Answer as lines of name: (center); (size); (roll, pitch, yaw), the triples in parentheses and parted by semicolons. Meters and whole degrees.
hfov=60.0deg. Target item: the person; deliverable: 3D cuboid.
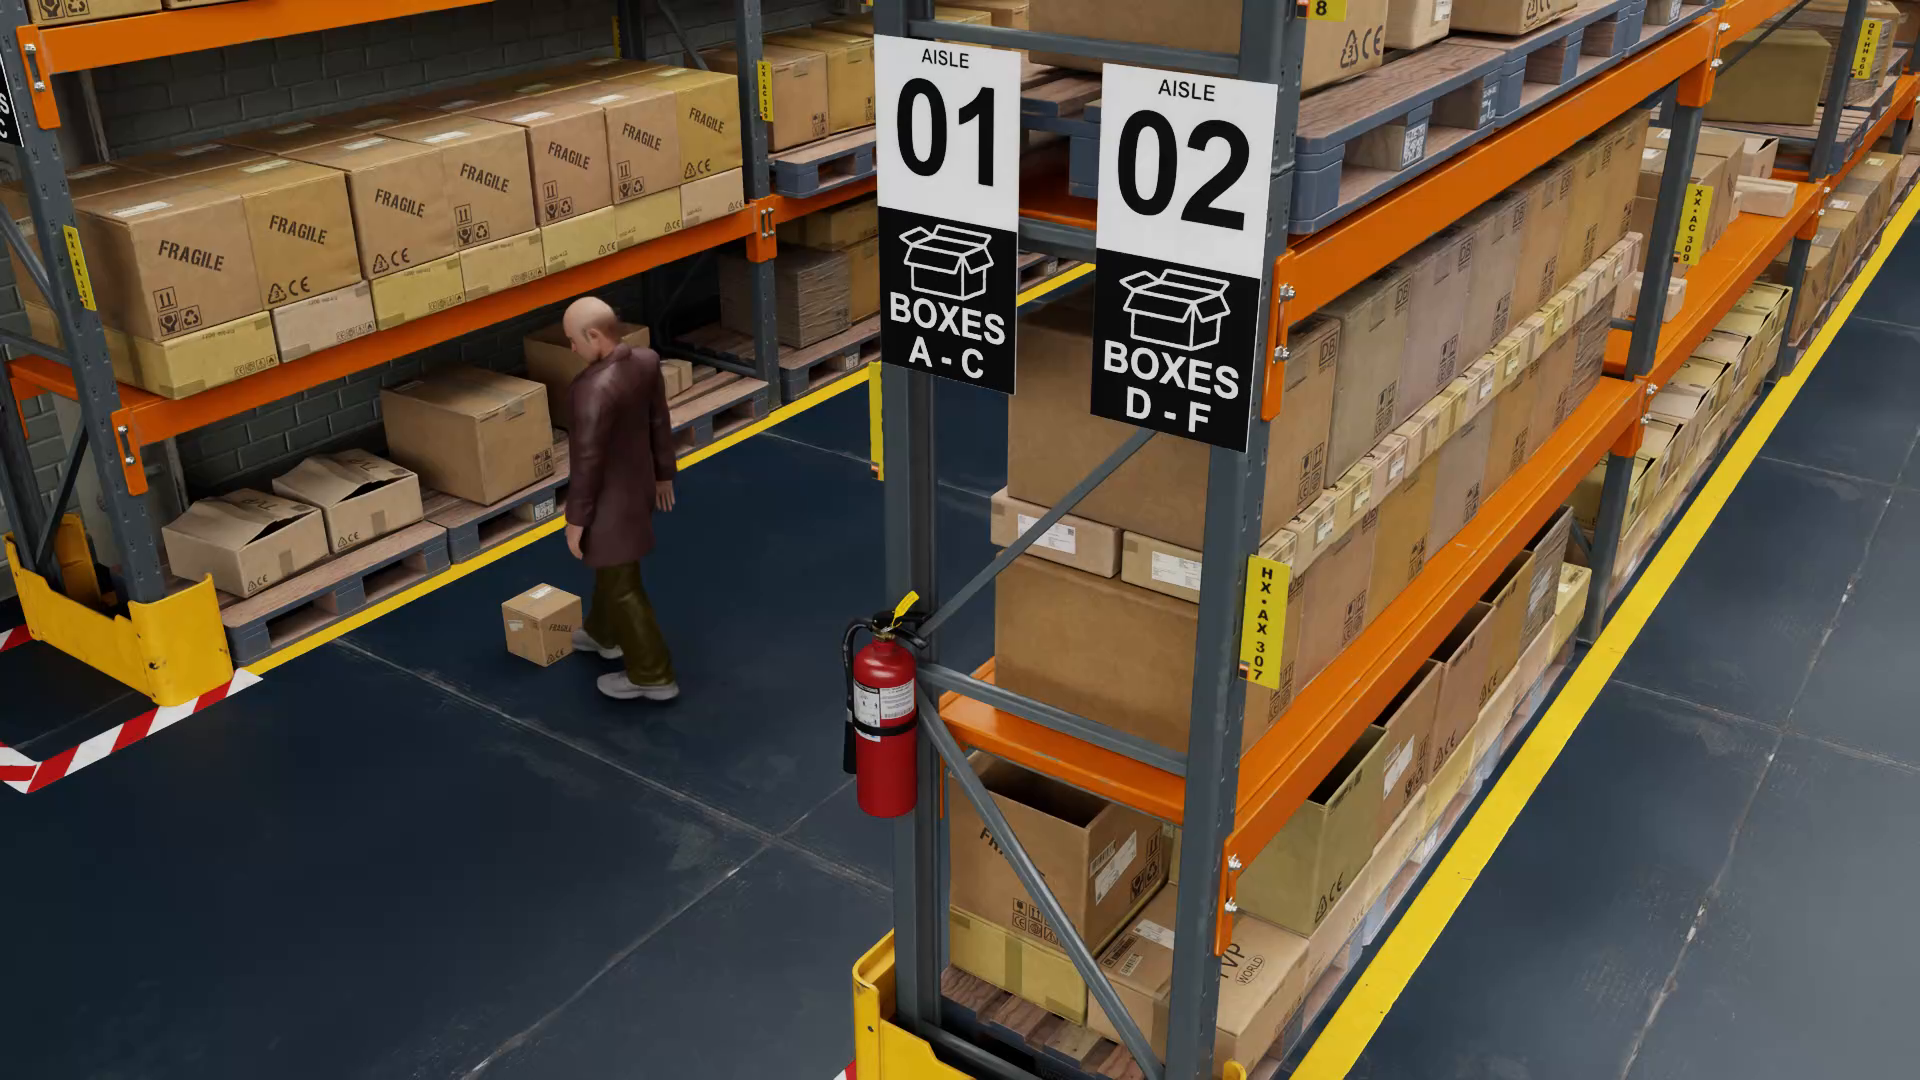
person: (-1.538, -0.182, 6.957); (0.739, 1.764, 0.631); (9, 28, 17)
